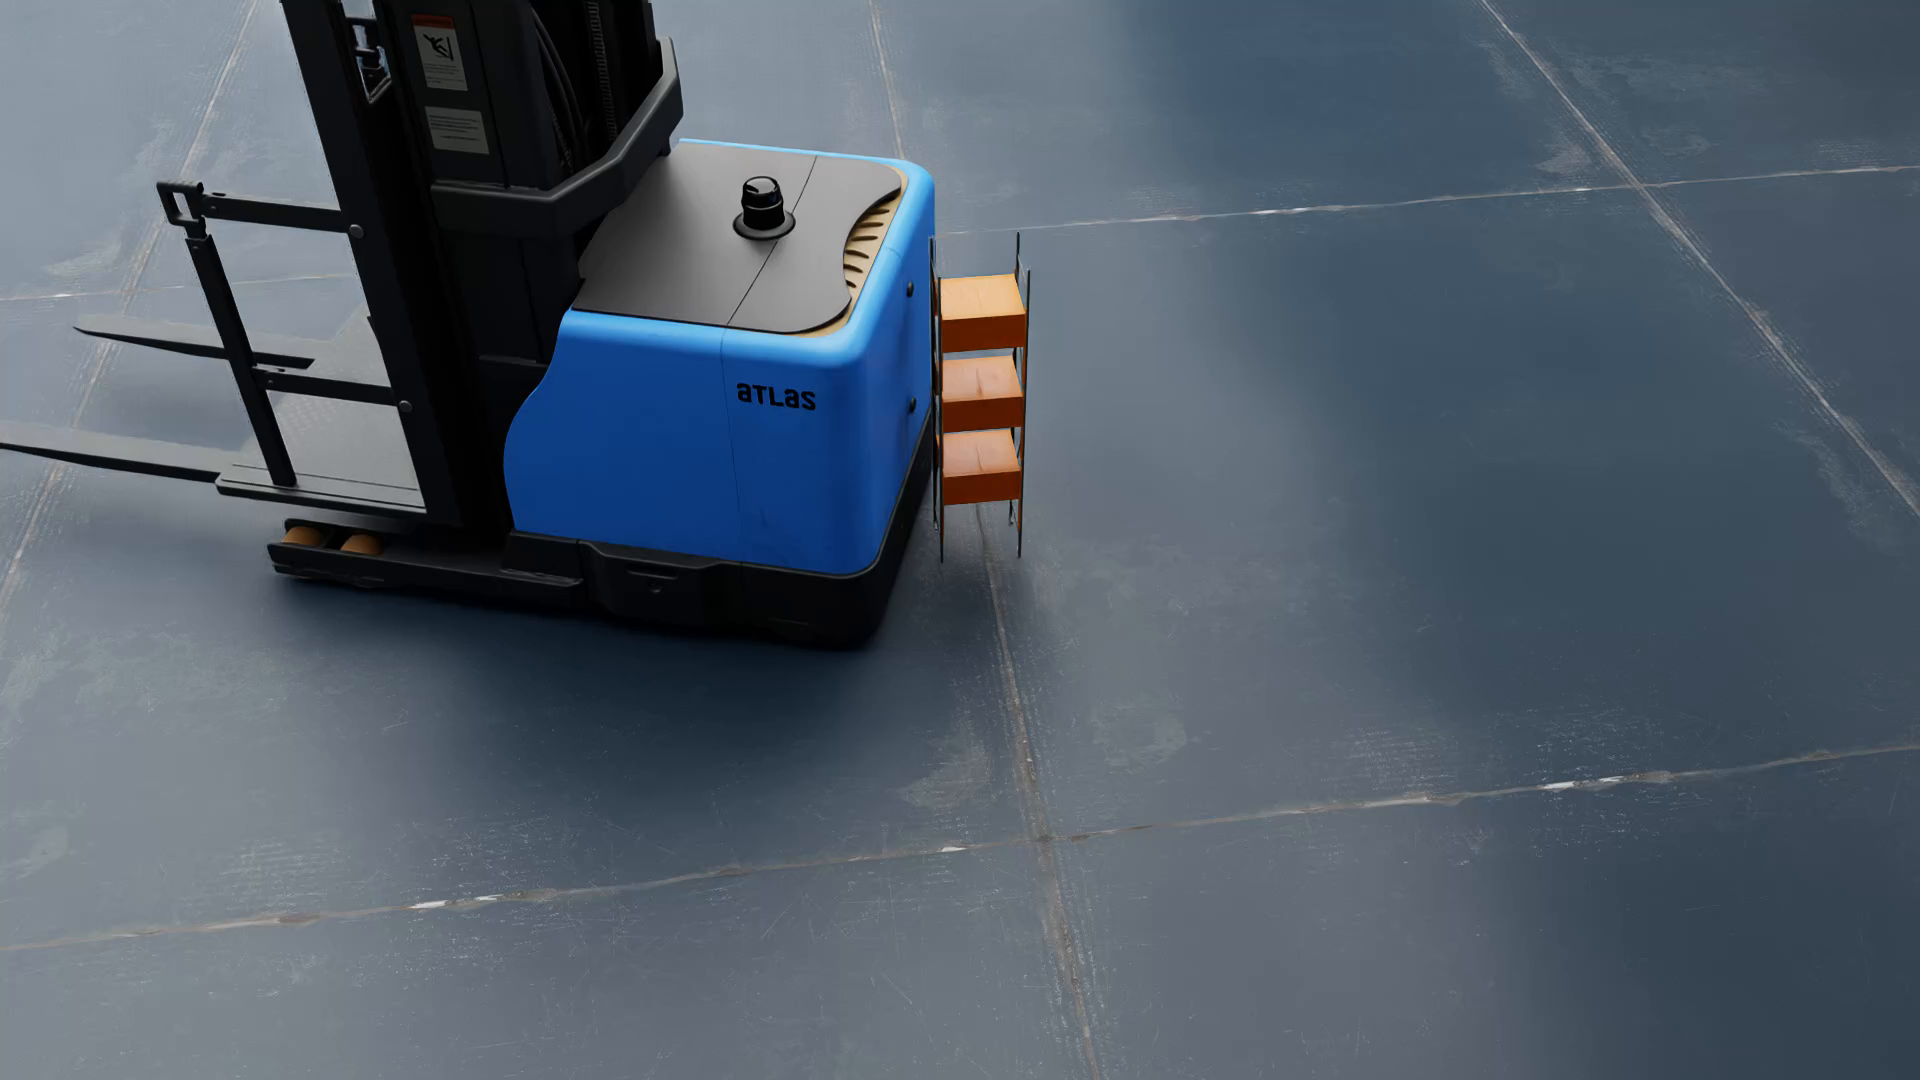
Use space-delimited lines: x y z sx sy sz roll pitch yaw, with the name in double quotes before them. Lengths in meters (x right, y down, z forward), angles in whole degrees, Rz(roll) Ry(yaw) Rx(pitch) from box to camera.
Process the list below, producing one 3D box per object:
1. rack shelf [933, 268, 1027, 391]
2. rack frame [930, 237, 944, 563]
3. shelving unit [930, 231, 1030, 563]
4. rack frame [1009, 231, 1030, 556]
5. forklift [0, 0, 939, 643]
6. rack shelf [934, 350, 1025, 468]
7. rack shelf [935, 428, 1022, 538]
"rack shelf" 0.053 -0.597 4.721 0.240 0.259 0.215 -5 42 -6
"rack frame" -0.068 -0.384 4.892 0.008 1.050 0.200 -5 42 -6
"shelving unit" 0.053 -0.394 4.904 0.252 1.050 0.215 -5 42 -6
"rack frame" 0.174 -0.405 4.915 0.008 1.050 0.200 -5 42 -6
"forklift" -1.631 -1.280 4.481 3.031 2.935 1.130 8 43 8
"rack shelf" 0.053 -0.387 4.911 0.240 0.259 0.215 -5 42 -6
"rack shelf" 0.053 -0.180 5.097 0.240 0.259 0.215 -5 42 -6
